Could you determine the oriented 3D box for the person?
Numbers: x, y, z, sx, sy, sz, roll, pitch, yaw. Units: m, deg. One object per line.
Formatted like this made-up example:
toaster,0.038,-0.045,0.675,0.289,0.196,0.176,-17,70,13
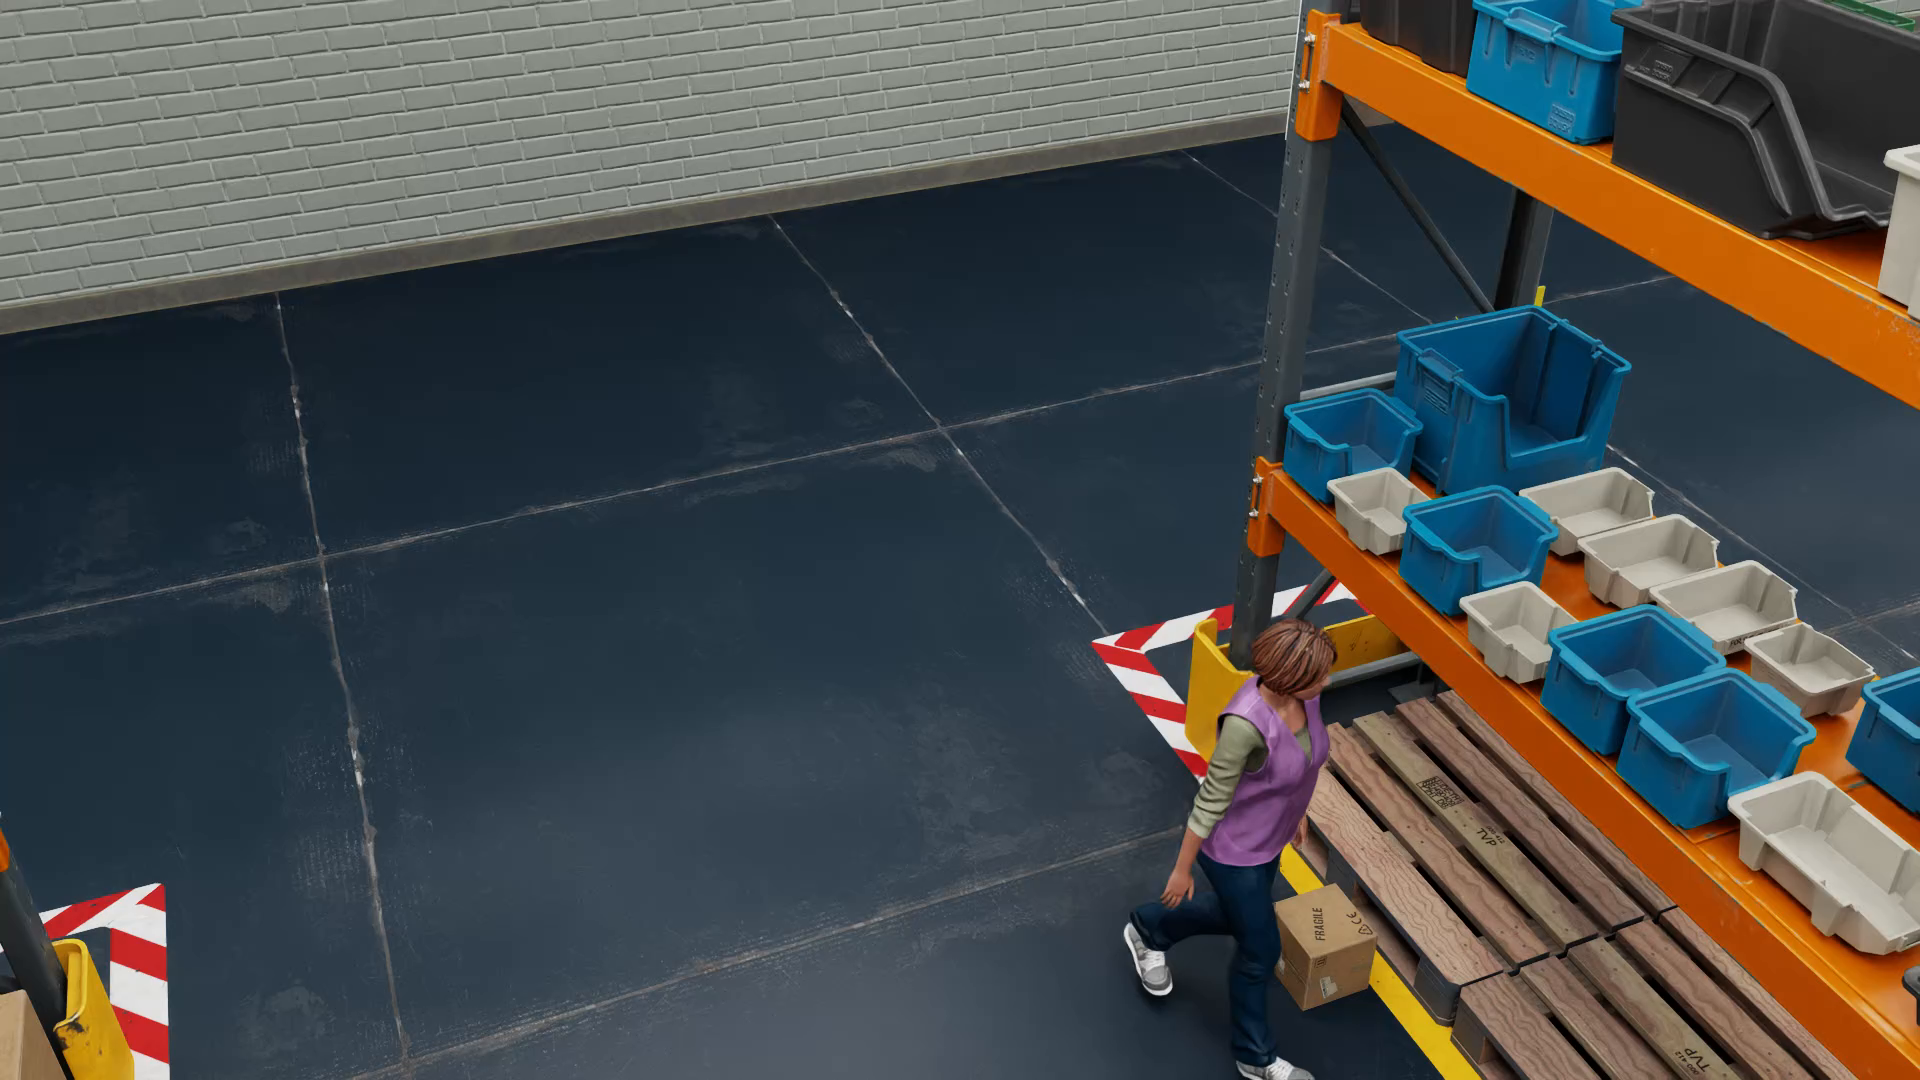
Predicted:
person,0.830,0.875,4.850,0.777,1.553,0.545,22,40,29
